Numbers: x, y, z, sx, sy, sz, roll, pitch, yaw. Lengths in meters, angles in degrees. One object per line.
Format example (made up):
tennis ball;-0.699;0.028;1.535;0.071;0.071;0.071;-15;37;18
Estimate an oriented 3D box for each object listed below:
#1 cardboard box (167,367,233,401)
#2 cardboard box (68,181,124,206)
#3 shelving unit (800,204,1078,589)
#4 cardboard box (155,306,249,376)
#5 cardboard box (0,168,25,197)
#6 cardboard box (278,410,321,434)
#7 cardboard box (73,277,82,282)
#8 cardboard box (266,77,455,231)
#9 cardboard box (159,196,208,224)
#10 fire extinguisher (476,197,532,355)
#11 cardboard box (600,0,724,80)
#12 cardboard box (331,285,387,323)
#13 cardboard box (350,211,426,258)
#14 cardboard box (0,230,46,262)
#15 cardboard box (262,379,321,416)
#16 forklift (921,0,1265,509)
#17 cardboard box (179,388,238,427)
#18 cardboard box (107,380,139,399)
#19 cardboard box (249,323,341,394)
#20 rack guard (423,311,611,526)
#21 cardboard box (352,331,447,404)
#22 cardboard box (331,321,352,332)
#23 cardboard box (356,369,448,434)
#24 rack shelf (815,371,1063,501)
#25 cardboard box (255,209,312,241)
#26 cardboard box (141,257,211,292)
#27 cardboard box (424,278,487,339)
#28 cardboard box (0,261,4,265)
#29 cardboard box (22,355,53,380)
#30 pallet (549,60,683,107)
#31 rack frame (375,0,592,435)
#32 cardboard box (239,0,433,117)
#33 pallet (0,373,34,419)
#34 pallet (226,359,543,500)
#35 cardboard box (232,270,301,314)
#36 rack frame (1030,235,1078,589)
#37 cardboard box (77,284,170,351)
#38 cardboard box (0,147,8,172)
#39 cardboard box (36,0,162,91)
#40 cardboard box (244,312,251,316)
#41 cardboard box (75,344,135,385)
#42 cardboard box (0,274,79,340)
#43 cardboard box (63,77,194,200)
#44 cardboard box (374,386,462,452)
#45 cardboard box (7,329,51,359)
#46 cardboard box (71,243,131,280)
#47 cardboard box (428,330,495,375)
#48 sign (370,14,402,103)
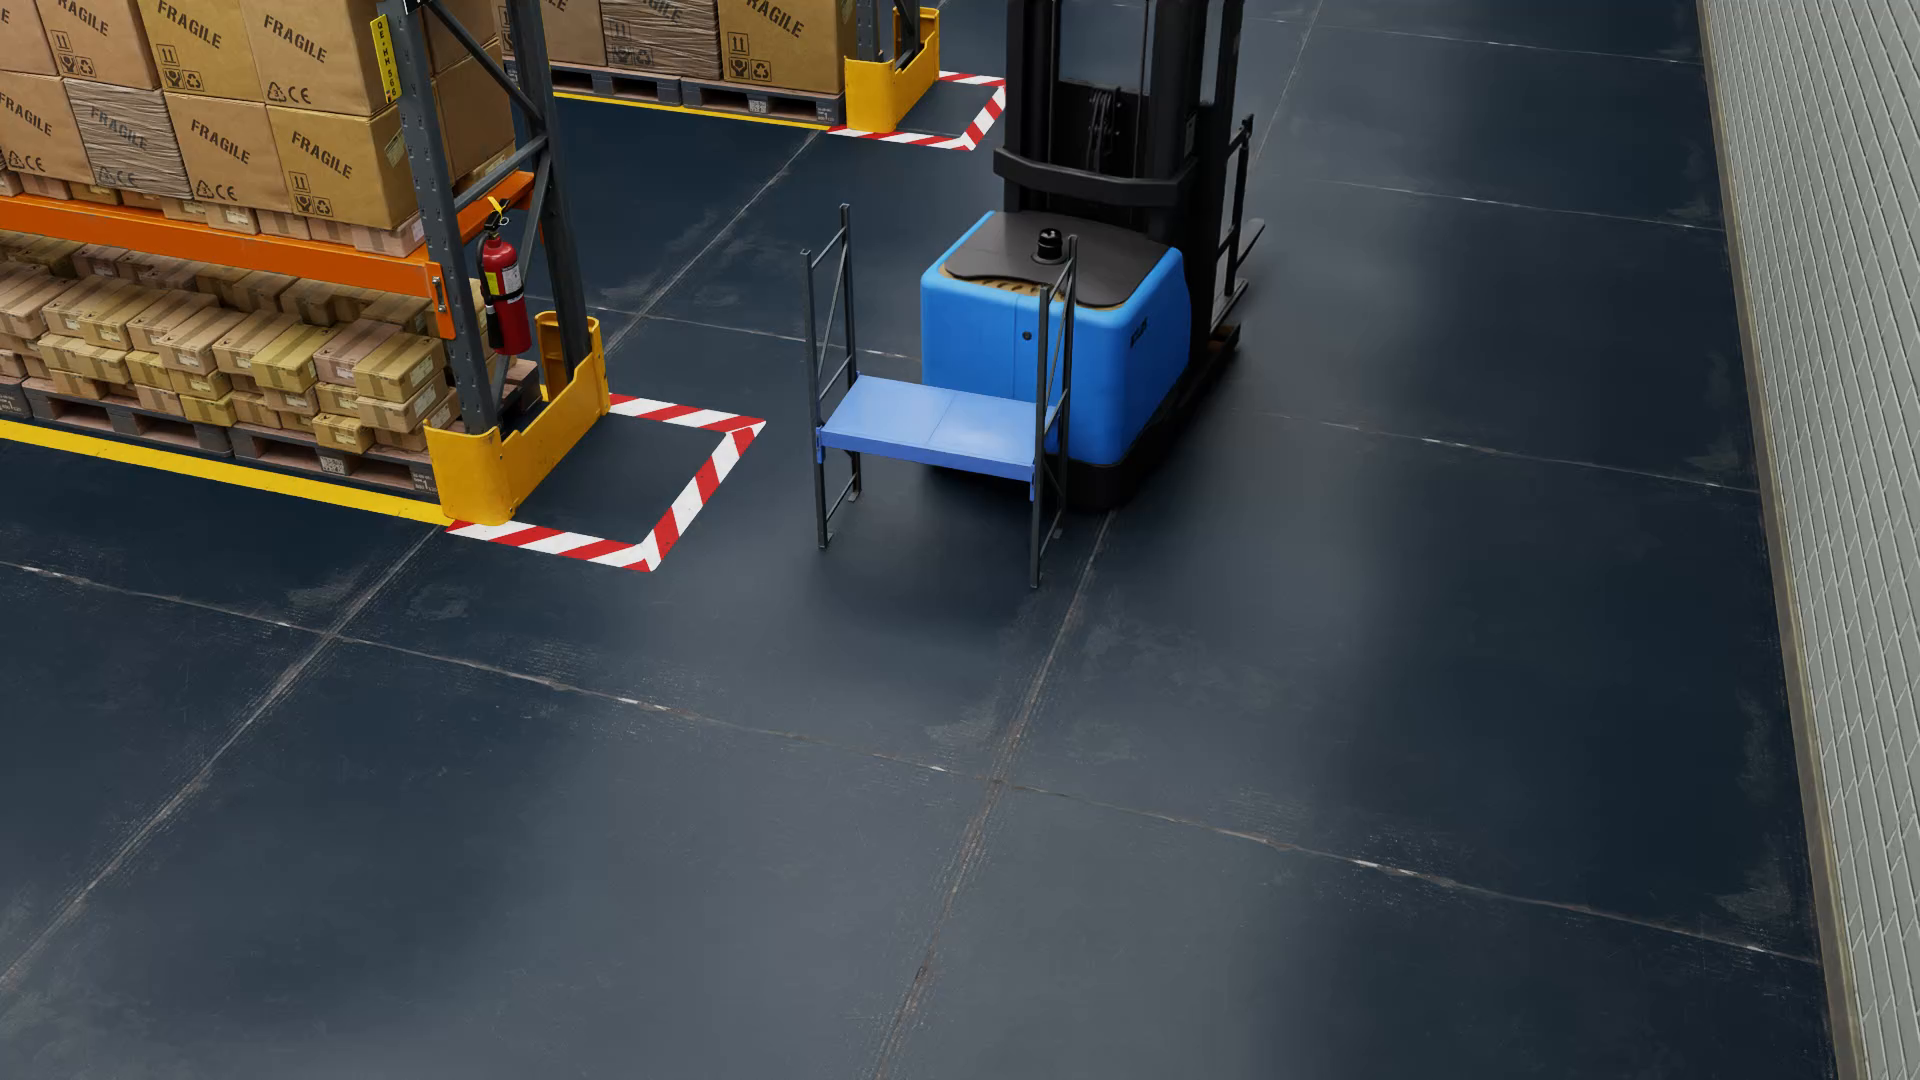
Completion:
cardboard box;-3.657;-0.858;8.185;0.250;0.149;0.380;11;38;15
cardboard box;-3.930;-1.722;7.771;0.250;0.149;0.380;11;38;15
shelving unit;-0.081;-0.619;7.326;1.048;1.500;0.538;10;38;14
cardboard box;-3.663;-0.969;8.085;0.250;0.149;0.380;12;38;16
cardboard box;-4.447;-1.775;7.844;0.250;0.149;0.380;12;38;16
cardboard box;-3.140;-0.690;8.207;0.250;0.149;0.380;10;38;14
cardboard box;-4.514;-1.370;8.881;0.250;0.149;0.380;11;38;15
cardboard box;-2.579;-1.704;7.199;0.500;0.500;0.500;11;38;15
cardboard box;-3.432;-1.603;7.609;0.250;0.149;0.380;9;37;12
fire extinguisher;-1.971;-1.123;7.125;0.183;0.674;0.296;10;38;14
cardboard box;-2.001;-3.941;12.012;0.875;0.875;0.875;10;38;14
cardboard box;-2.974;-1.253;8.471;0.250;0.149;0.380;10;38;14
cardboard box;-2.469;-1.407;7.342;0.250;0.149;0.380;11;38;14
cardboard box;-4.979;-1.599;8.941;0.250;0.149;0.380;10;38;13
cardboard box;-3.159;-0.773;8.070;0.250;0.149;0.380;9;37;12
forklift;0.885;-2.192;8.256;1.130;2.935;3.031;15;39;20
cardboard box;-3.642;-0.735;8.270;0.250;0.149;0.380;9;37;12
cardboard box;-4.116;-0.882;8.469;0.250;0.149;0.380;12;38;15
cardboard box;-3.162;-0.872;7.953;0.250;0.149;0.380;10;37;13
rack guard;-2.146;-0.617;8.166;0.348;0.500;1.175;10;38;14
cardboard box;-2.654;-0.821;7.884;0.250;0.149;0.380;11;38;14
cardboard box;-3.002;-1.062;8.462;0.250;0.149;0.380;11;38;14
cardboard box;-2.662;-0.683;7.947;0.250;0.149;0.380;10;37;13
rack shelf;-0.081;-0.474;7.433;1.000;0.185;0.538;10;38;14
cardboard box;-2.939;-1.508;7.480;0.250;0.149;0.380;10;38;13
cardboard box;-4.003;-1.367;8.626;0.250;0.149;0.380;11;38;14
cardboard box;-2.472;-1.155;8.338;0.250;0.149;0.380;9;37;12
cardboard box;-5.123;-1.300;8.535;0.250;0.149;0.380;10;38;13
cardboard box;-4.609;-0.986;8.610;0.250;0.149;0.380;9;37;12
pallet;-2.445;-3.589;12.449;1.213;0.211;1.003;10;38;14
rack frame;-2.073;-1.610;7.407;0.127;3.000;1.000;10;38;14
cardboard box;-2.584;-2.113;6.911;0.500;0.500;0.500;10;37;13
pallet;-5.240;-1.095;9.060;1.213;0.211;1.003;10;38;14
pallet;-2.911;-0.664;8.474;1.213;0.211;1.003;10;38;14
cardboard box;-3.497;-1.304;8.541;0.250;0.149;0.380;12;38;16
rack frame;0.404;-0.529;7.204;0.032;1.500;0.500;10;38;14
cardboard box;-4.140;-1.109;8.275;0.250;0.149;0.380;11;38;14
cardboard box;-4.549;-2.054;7.675;0.500;0.500;0.500;10;37;13
cardboard box;-3.567;-2.289;7.151;0.500;0.500;0.500;12;38;16
cardboard box;-3.496;-1.162;8.598;0.250;0.149;0.380;9;37;12
cardboard box;-4.167;-0.946;8.305;0.250;0.149;0.380;11;38;14
cardboard box;-4.649;-1.176;8.366;0.250;0.149;0.380;11;38;15
cardboard box;-3.556;-1.882;7.441;0.500;0.500;0.500;11;38;14
cardboard box;-2.638;-0.606;8.094;0.250;0.149;0.380;11;38;15
cardboard box;-4.617;-1.085;8.493;0.250;0.149;0.380;12;38;16
cardboard box;-4.468;-1.514;8.825;0.250;0.149;0.380;9;37;12
cardboard box;-2.497;-0.989;8.363;0.250;0.149;0.380;12;38;16
sign;-2.258;-1.893;6.548;0.005;0.325;0.100;10;38;14
